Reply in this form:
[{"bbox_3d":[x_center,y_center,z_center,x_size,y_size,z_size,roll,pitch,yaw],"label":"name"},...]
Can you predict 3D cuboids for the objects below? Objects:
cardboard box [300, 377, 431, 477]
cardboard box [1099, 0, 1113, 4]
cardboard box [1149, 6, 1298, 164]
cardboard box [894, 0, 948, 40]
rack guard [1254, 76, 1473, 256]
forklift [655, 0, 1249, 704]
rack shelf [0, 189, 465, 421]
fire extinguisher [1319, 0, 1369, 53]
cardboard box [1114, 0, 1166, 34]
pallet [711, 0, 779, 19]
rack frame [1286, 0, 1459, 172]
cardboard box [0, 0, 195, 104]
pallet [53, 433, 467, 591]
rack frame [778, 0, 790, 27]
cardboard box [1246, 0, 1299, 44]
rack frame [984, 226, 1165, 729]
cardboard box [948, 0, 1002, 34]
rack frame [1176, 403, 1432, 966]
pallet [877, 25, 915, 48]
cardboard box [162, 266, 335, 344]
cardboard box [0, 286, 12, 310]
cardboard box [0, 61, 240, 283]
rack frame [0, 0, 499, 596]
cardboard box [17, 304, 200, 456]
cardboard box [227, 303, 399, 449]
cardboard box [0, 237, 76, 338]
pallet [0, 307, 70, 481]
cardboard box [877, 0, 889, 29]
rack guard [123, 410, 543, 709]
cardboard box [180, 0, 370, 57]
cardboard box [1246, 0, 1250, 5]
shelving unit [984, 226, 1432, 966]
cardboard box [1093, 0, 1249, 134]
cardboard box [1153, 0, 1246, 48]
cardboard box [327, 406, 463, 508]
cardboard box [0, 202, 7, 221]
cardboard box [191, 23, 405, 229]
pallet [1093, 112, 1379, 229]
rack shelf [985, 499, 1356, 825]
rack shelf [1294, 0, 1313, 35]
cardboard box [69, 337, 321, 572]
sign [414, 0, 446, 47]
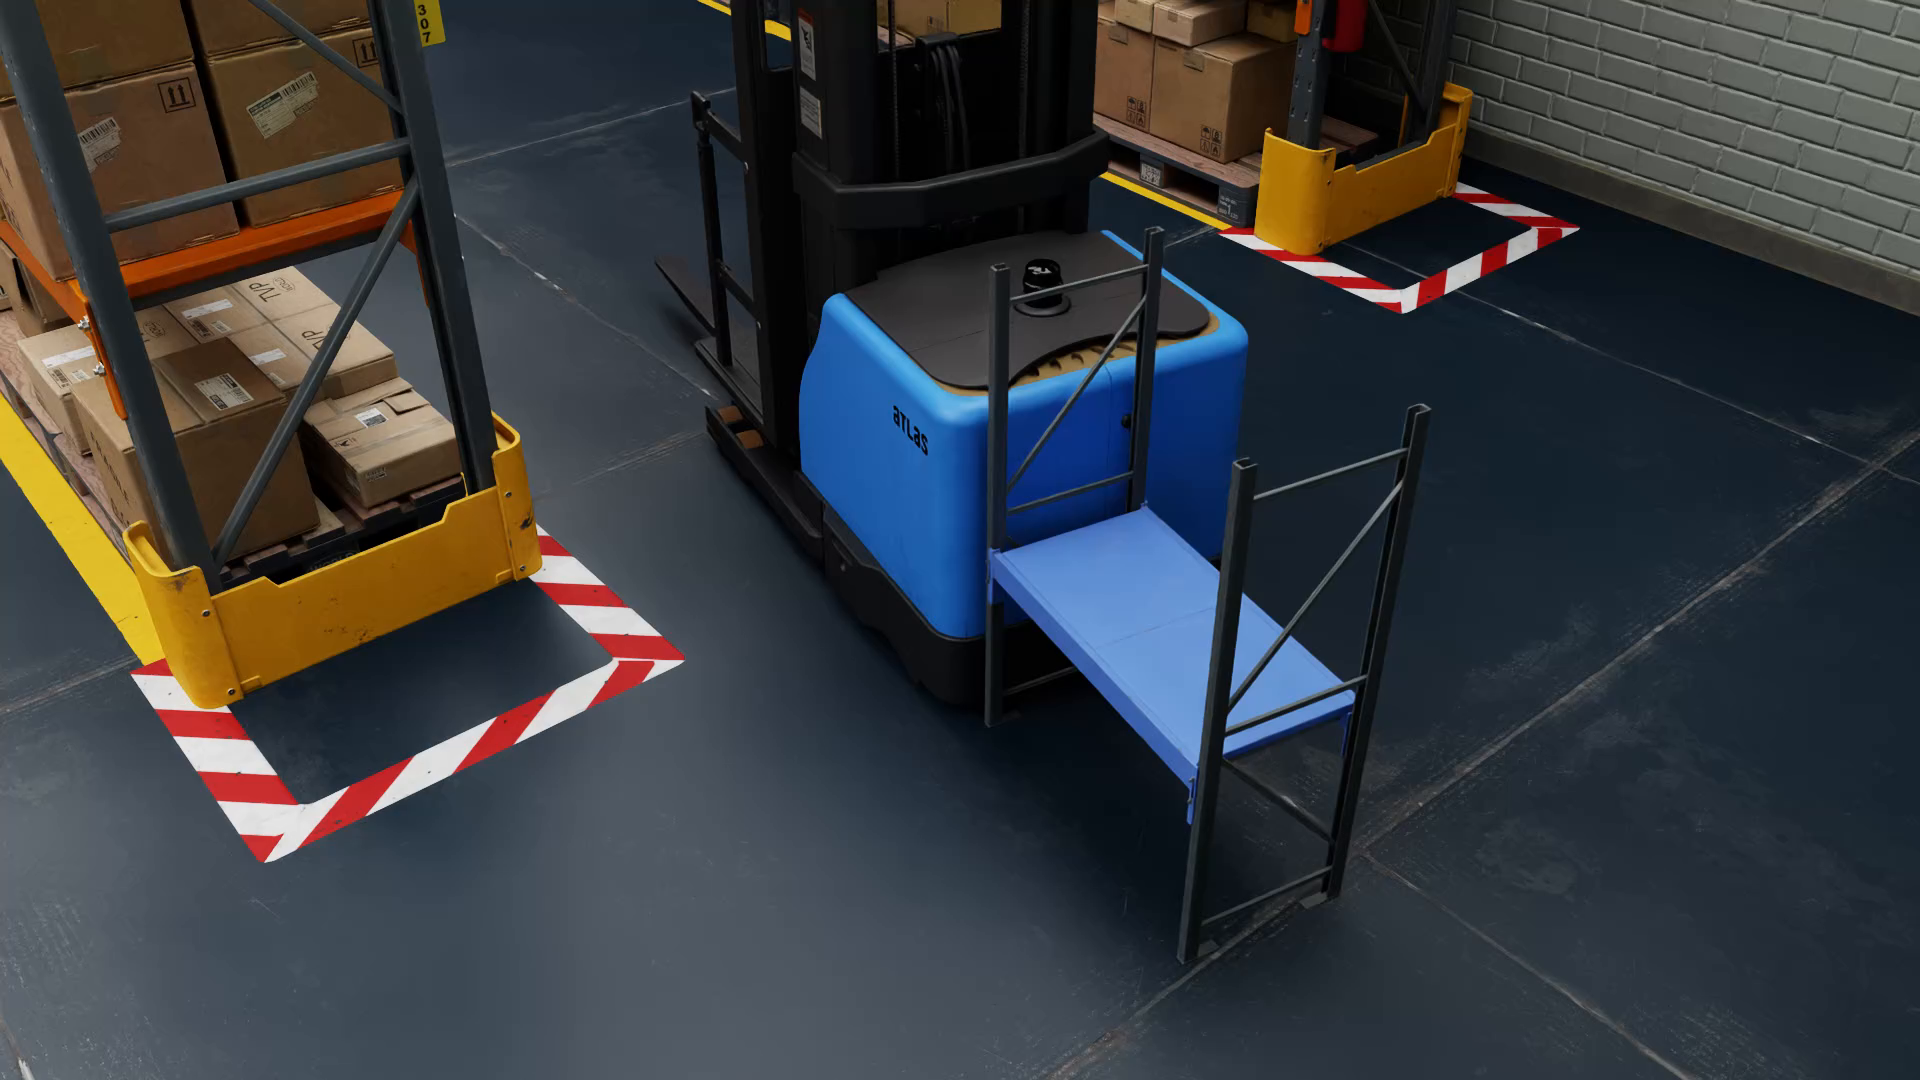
[{"bbox_3d":[-2.064,-0.403,5.795,0.380,0.166,0.250,-26,43,-32],"label":"cardboard box"},{"bbox_3d":[0.711,-2.672,8.726,0.700,0.500,0.500,-28,44,-33],"label":"cardboard box"},{"bbox_3d":[1.359,-2.229,8.101,0.700,0.500,0.500,-26,43,-32],"label":"cardboard box"},{"bbox_3d":[0.032,-3.132,9.376,0.700,0.500,0.500,-26,43,-32],"label":"cardboard box"},{"bbox_3d":[1.902,-1.775,7.824,1.175,0.500,0.348,-26,43,-32],"label":"rack guard"},{"bbox_3d":[-0.290,-1.543,5.393,1.130,2.935,3.031,-17,39,-23],"label":"forklift"},{"bbox_3d":[-3.185,-1.546,5.960,1.077,0.370,4.000,-26,43,-32],"label":"rack shelf"},{"bbox_3d":[1.632,-2.383,6.910,0.296,0.674,0.183,-26,43,-32],"label":"fire extinguisher"},{"bbox_3d":[0.971,-2.595,8.057,0.380,0.149,0.250,-25,42,-31],"label":"cardboard box"},{"bbox_3d":[-1.250,-3.747,10.857,1.003,0.211,1.213,-26,43,-32],"label":"pallet"},{"bbox_3d":[1.887,-2.806,7.117,1.000,3.000,0.127,-26,43,-32],"label":"rack frame"},{"bbox_3d":[-2.392,-1.499,4.320,0.500,0.500,0.500,-26,43,-32],"label":"cardboard box"},{"bbox_3d":[-2.459,-0.204,5.855,1.003,0.211,1.213,-26,43,-32],"label":"pallet"},{"bbox_3d":[-0.694,-4.572,9.610,1.000,3.000,0.127,-26,43,-32],"label":"rack frame"},{"bbox_3d":[1.592,-2.513,7.941,0.380,0.149,0.250,-26,43,-31],"label":"cardboard box"},{"bbox_3d":[0.301,-0.125,4.628,0.500,1.500,0.032,-17,39,-23],"label":"rack frame"},{"bbox_3d":[0.361,-2.904,9.055,0.700,0.500,0.500,-25,42,-31],"label":"cardboard box"},{"bbox_3d":[0.780,0.394,3.897,0.500,1.500,0.032,-17,39,-23],"label":"rack frame"},{"bbox_3d":[-0.263,-3.069,9.901,1.003,0.211,1.213,-26,43,-32],"label":"pallet"},{"bbox_3d":[-2.674,-0.802,6.285,0.500,0.250,0.500,-26,43,-32],"label":"cardboard box"},{"bbox_3d":[-3.805,-1.102,6.781,0.380,0.166,0.250,-26,43,-32],"label":"cardboard box"},{"bbox_3d":[-2.392,-1.094,4.612,0.500,0.500,0.500,-25,42,-30],"label":"cardboard box"},{"bbox_3d":[-1.895,-0.957,4.506,1.000,3.000,0.127,-26,43,-32],"label":"rack frame"},{"bbox_3d":[-3.024,-0.593,5.990,0.500,0.250,0.500,-26,43,-32],"label":"cardboard box"},{"bbox_3d":[-2.352,-0.581,5.973,0.500,0.250,0.500,-26,43,-32],"label":"cardboard box"},{"bbox_3d":[-3.260,-1.056,6.425,0.797,0.503,0.637,-26,43,-32],"label":"cardboard box"},{"bbox_3d":[-3.242,-0.742,6.616,1.003,0.211,1.213,-26,43,-32],"label":"pallet"},{"bbox_3d":[-0.290,-3.355,9.691,0.700,0.500,0.500,-25,43,-31],"label":"cardboard box"},{"bbox_3d":[-1.944,0.030,5.275,1.175,0.500,0.348,-26,43,-32],"label":"rack guard"},{"bbox_3d":[-1.980,-1.700,4.603,0.500,0.500,0.500,-25,42,-30],"label":"cardboard box"},{"bbox_3d":[1.265,-2.736,8.257,0.380,0.149,0.250,-26,43,-32],"label":"cardboard box"},{"bbox_3d":[0.540,0.135,4.262,0.538,1.500,1.048,-17,39,-23],"label":"shelving unit"},{"bbox_3d":[1.036,-2.450,8.413,0.700,0.500,0.500,-26,43,-32],"label":"cardboard box"},{"bbox_3d":[1.137,-2.482,7.898,0.380,0.149,0.250,-27,43,-32],"label":"cardboard box"},{"bbox_3d":[-1.903,-0.286,5.644,0.380,0.149,0.250,-26,43,-32],"label":"cardboard box"},{"bbox_3d":[-2.729,-1.321,4.934,0.500,0.500,0.500,-26,43,-31],"label":"cardboard box"},{"bbox_3d":[-1.980,-1.292,4.892,0.500,0.500,0.500,-25,42,-31],"label":"cardboard box"},{"bbox_3d":[1.311,-1.992,8.380,1.003,0.211,1.213,-26,43,-32],"label":"pallet"},{"bbox_3d":[0.540,0.281,4.366,0.538,0.185,1.000,-17,39,-23],"label":"rack shelf"},{"bbox_3d":[0.596,-3.395,8.571,1.077,0.370,4.000,-26,43,-32],"label":"rack shelf"},{"bbox_3d":[-2.434,-0.264,5.310,0.500,0.500,0.500,-26,43,-32],"label":"cardboard box"},{"bbox_3d":[-1.480,-1.512,4.541,0.100,0.325,0.005,-26,43,-32],"label":"sign"}]
